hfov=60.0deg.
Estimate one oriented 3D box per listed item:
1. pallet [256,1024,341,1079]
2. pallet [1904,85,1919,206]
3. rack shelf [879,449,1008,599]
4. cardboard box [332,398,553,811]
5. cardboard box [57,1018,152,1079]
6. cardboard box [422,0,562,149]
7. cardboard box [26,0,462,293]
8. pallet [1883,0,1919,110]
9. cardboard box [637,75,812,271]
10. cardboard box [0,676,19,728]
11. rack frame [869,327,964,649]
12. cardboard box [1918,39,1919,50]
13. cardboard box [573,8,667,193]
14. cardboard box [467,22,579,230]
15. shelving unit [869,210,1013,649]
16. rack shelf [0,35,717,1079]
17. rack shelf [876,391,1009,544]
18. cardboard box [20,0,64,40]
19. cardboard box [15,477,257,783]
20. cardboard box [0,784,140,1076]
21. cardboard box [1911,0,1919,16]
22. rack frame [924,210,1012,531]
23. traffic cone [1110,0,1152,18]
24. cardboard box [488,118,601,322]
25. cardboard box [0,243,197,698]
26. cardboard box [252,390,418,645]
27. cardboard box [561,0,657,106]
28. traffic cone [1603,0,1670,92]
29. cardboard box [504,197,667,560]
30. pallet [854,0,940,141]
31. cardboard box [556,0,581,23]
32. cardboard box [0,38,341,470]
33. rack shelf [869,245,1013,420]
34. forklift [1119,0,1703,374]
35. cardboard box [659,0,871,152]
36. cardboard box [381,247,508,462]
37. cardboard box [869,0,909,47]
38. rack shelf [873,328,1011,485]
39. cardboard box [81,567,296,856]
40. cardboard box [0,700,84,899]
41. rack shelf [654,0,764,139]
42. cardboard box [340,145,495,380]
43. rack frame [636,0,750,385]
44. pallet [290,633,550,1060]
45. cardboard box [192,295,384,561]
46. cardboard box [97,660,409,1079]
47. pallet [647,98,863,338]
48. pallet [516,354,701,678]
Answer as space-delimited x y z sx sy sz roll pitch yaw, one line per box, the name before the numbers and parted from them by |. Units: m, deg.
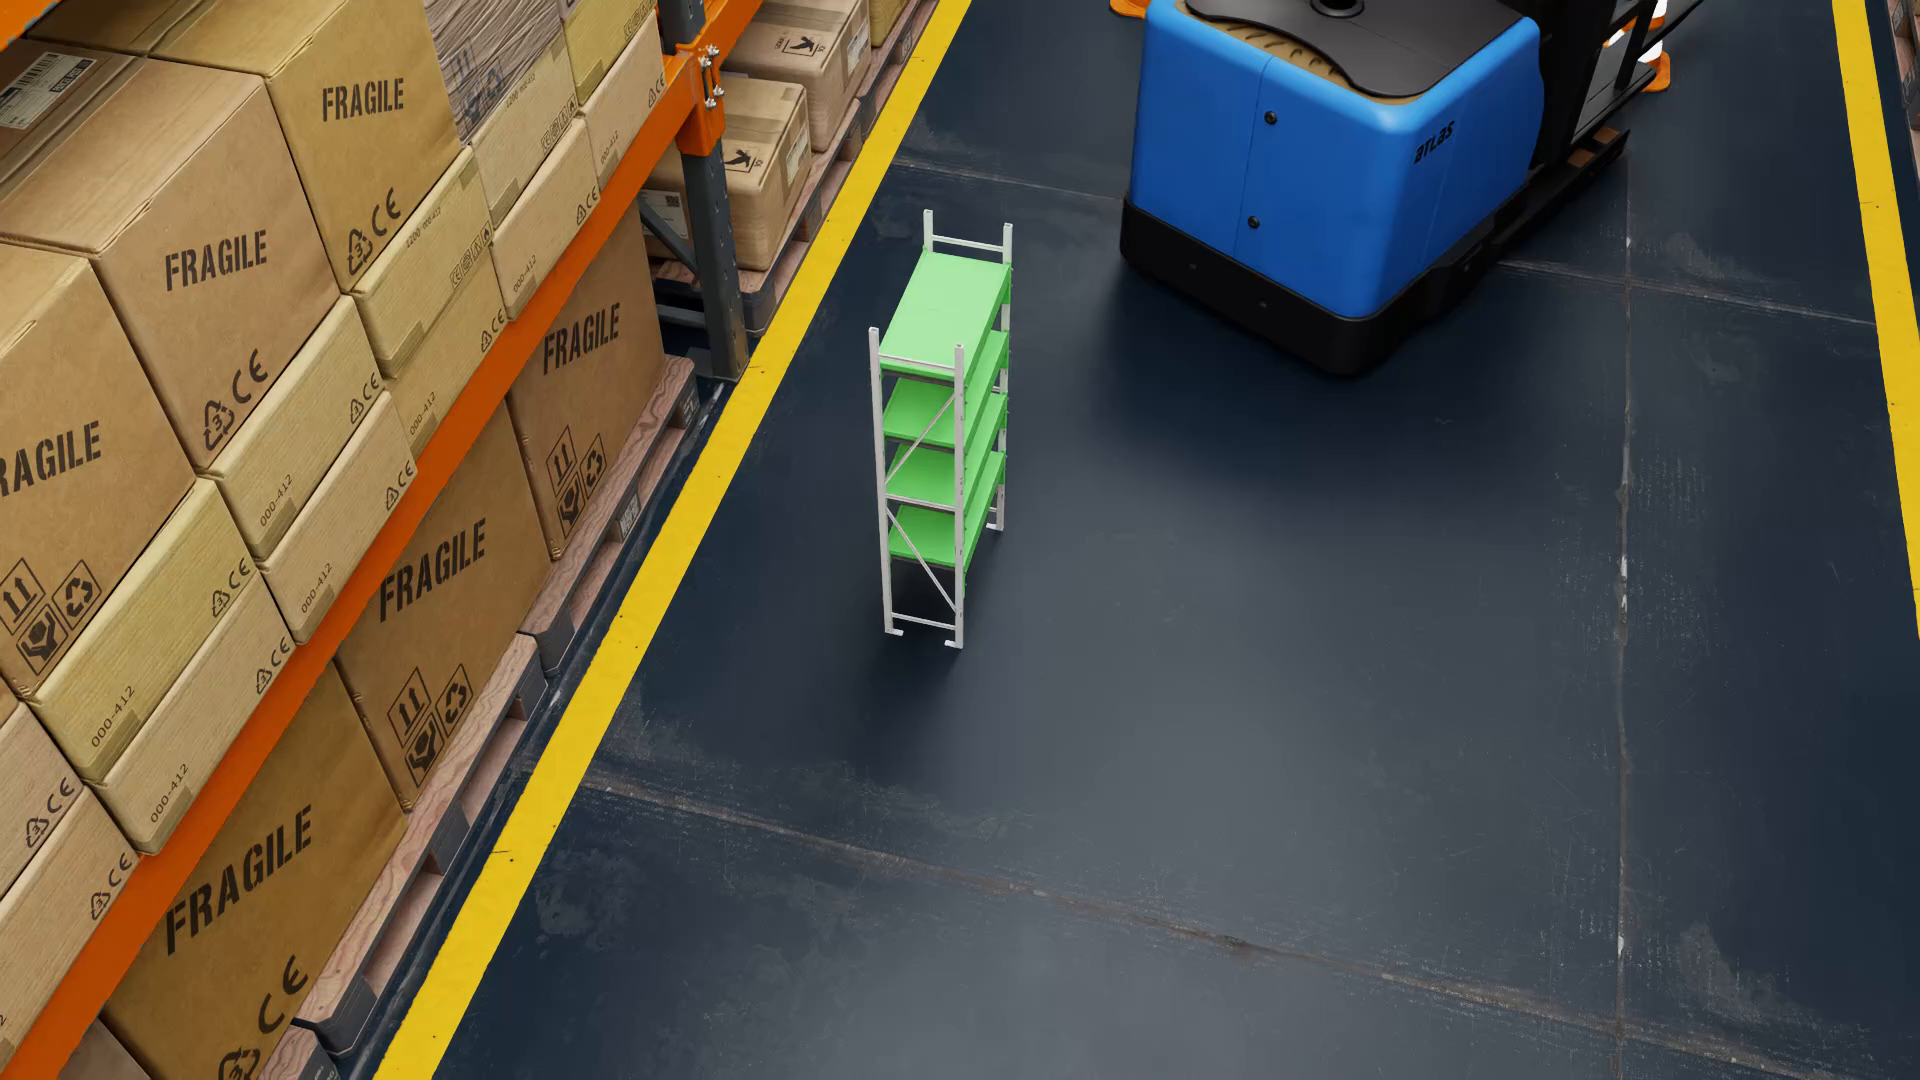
pallet | -2.153 1.574 3.720 1.003 0.211 1.213 12 50 10
pallet | 4.175 -1.278 6.237 1.003 0.211 1.213 12 50 10
rack shelf | -0.044 -0.076 4.922 0.258 0.148 0.480 12 50 10
cardboard box | -1.731 0.022 4.367 0.875 0.875 0.875 12 50 10
cardboard box | -2.197 1.324 3.218 0.875 0.875 0.875 13 50 11
cardboard box | -1.241 -1.235 3.606 0.500 0.500 0.500 12 50 11
cardboard box | -1.378 -0.877 3.290 0.500 0.500 0.500 12 50 10
pallet | 4.494 -2.163 7.018 1.003 0.211 1.213 12 50 10
cardboard box | -1.072 -1.345 5.909 0.950 0.372 0.625 9 49 7
cardboard box | -1.783 0.225 2.317 0.500 0.500 0.500 11 50 10
rack frame | -0.108 -0.101 4.539 0.240 1.200 0.015 12 50 10
cardboard box | 4.291 -1.890 6.138 1.050 0.750 0.750 12 50 10
cardboard box | -1.113 -1.203 4.411 0.500 0.250 0.500 10 49 9
cardboard box | -1.244 -1.013 3.910 0.500 0.250 0.500 10 49 9
shelving unit | -0.044 -0.277 4.694 0.258 1.200 0.503 12 50 10
rack shelf | -1.757 0.015 3.716 1.077 0.370 4.000 12 50 10
rack shelf | -0.044 -0.235 4.742 0.258 0.148 0.480 12 50 10
cardboard box | -1.868 -0.993 3.392 0.500 0.500 0.500 13 50 11
cardboard box | -1.626 0.103 2.925 0.500 0.250 0.500 12 50 11
cardboard box | -1.778 0.633 2.791 0.500 0.250 0.500 10 49 9
cardboard box | 4.548 -2.587 6.753 1.050 0.750 0.750 11 50 10
rack frame | 0.021 -0.454 4.850 0.240 1.200 0.015 12 50 10
traffic cone | 0.847 -2.550 7.192 0.336 0.463 0.334 12 50 10
cardboard box | -1.232 -0.830 4.082 0.500 0.250 0.500 12 50 11
cardboard box | -1.648 -0.137 2.637 0.500 0.500 0.500 10 49 9
cardboard box | -1.487 -0.095 3.433 0.500 0.250 0.500 11 49 9
cardboard box | -1.112 -1.385 4.238 0.500 0.250 0.500 11 50 10
traffic cone | 2.815 -2.147 6.837 0.336 0.463 0.334 12 50 10
cardboard box | -1.492 -0.622 4.935 0.875 0.875 0.875 11 50 10
pallet | -0.700 -2.191 7.043 1.003 0.211 1.213 12 50 10
cardboard box | -1.114 -1.608 3.935 0.500 0.500 0.500 10 49 9
cardboard box | -1.518 -0.512 2.968 0.500 0.500 0.500 11 49 9
rack shelf | -0.044 -0.553 4.383 0.258 0.148 0.480 12 50 10
forklift | 1.955 -2.550 5.546 1.130 2.935 3.031 35 57 27
cardboard box | -0.885 -1.881 6.382 0.950 0.372 0.625 11 49 9
cardboard box | -1.380 -0.469 3.763 0.500 0.250 0.500 11 50 10
cardboard box | -0.680 -2.428 6.865 0.950 0.372 0.625 13 50 11
rack shelf | -0.044 -0.394 4.562 0.258 0.148 0.480 12 50 10
cardboard box | -1.627 0.265 3.115 0.500 0.250 0.500 11 50 10
cardboard box | -1.785 0.463 2.607 0.500 0.250 0.500 12 50 11
rack shelf | -0.704 -2.878 6.269 1.077 0.370 4.000 12 50 10
cardboard box | -1.359 -0.639 3.580 0.500 0.250 0.500 10 49 9
rack frame | -1.230 -1.669 4.723 1.000 3.000 0.127 12 50 10
pallet | -1.833 0.688 4.502 1.003 0.211 1.213 12 50 10
cardboard box | -1.495 -0.263 3.248 0.500 0.250 0.500 10 49 9
cardboard box | -1.967 0.669 3.796 0.875 0.875 0.875 13 50 11
pallet | -1.023 -1.312 6.267 1.003 0.211 1.213 12 50 10
pallet | -1.510 -0.191 5.278 1.003 0.211 1.213 12 50 10
